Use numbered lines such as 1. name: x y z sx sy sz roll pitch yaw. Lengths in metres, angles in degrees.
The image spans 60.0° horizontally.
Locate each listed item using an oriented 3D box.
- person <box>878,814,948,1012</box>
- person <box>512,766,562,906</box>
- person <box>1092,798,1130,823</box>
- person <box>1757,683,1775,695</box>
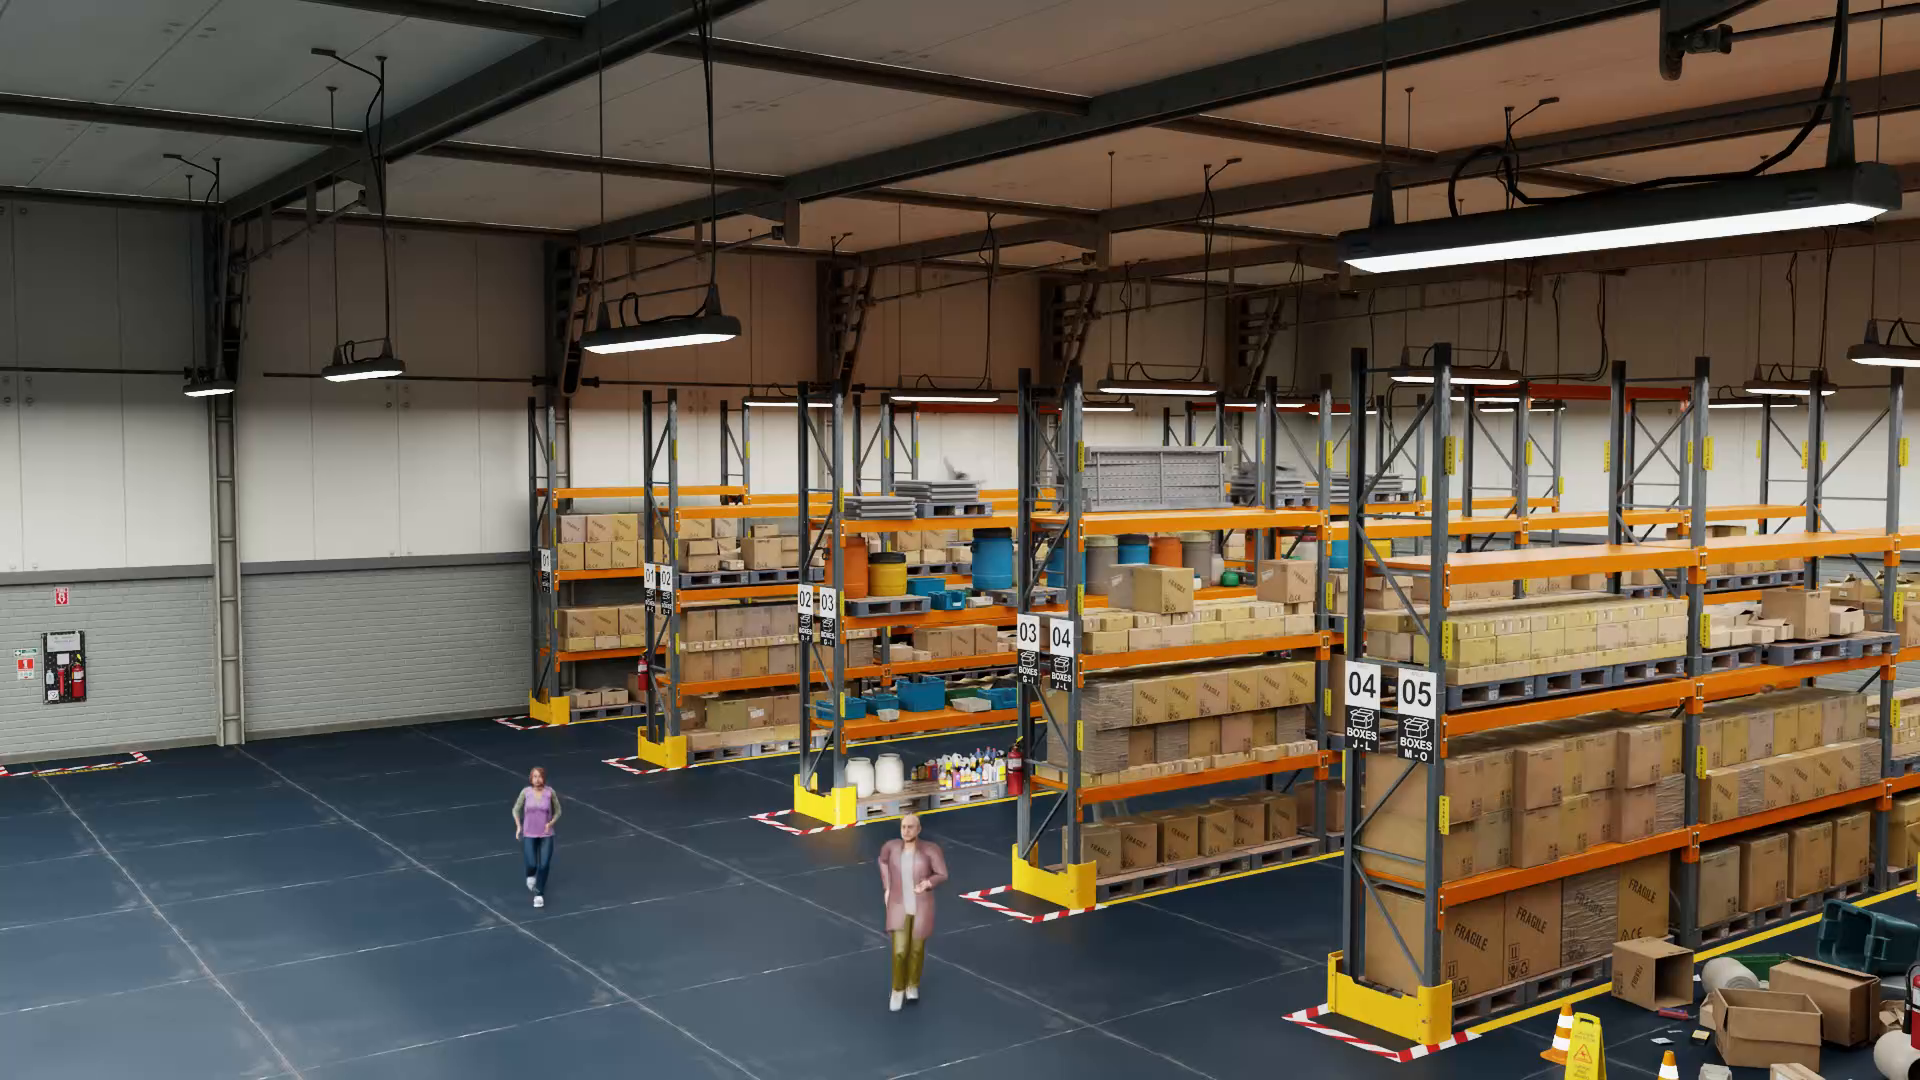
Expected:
1. person: -0.440 3.400 15.142 0.670 1.818 0.779 0 3 3
2. person: -4.703 3.308 18.523 0.536 1.536 0.544 -1 3 -15
3. person: 1.985 3.052 21.786 0.672 1.724 0.559 -3 5 -42
4. person: 11.793 2.867 24.298 0.840 1.758 0.699 -3 5 -43
